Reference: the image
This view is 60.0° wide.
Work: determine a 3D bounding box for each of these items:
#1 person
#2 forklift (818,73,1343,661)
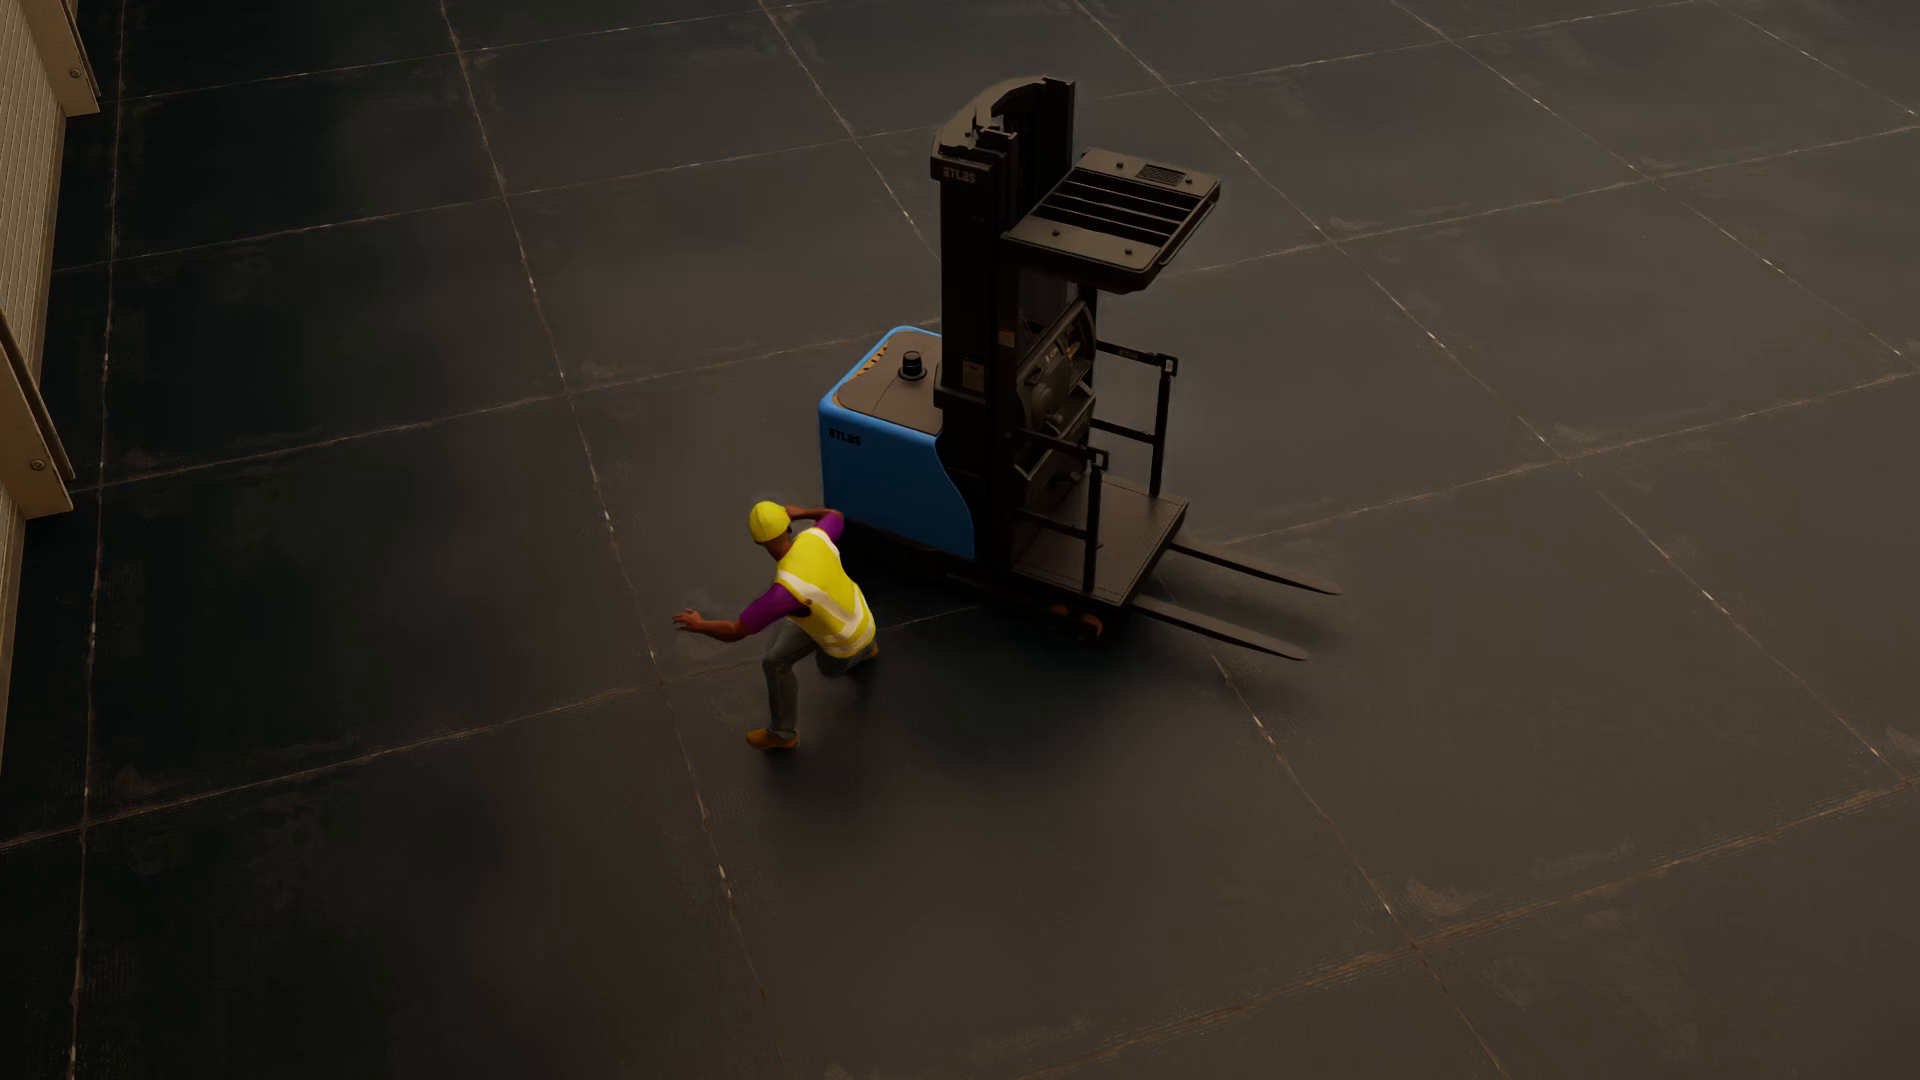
[{"bbox_3d":[-0.948,0.350,8.696,1.116,1.546,0.980,-9,41,-10],"label":"person"},{"bbox_3d":[0.714,-0.926,9.099,3.031,2.935,1.130,18,43,21],"label":"forklift"}]
